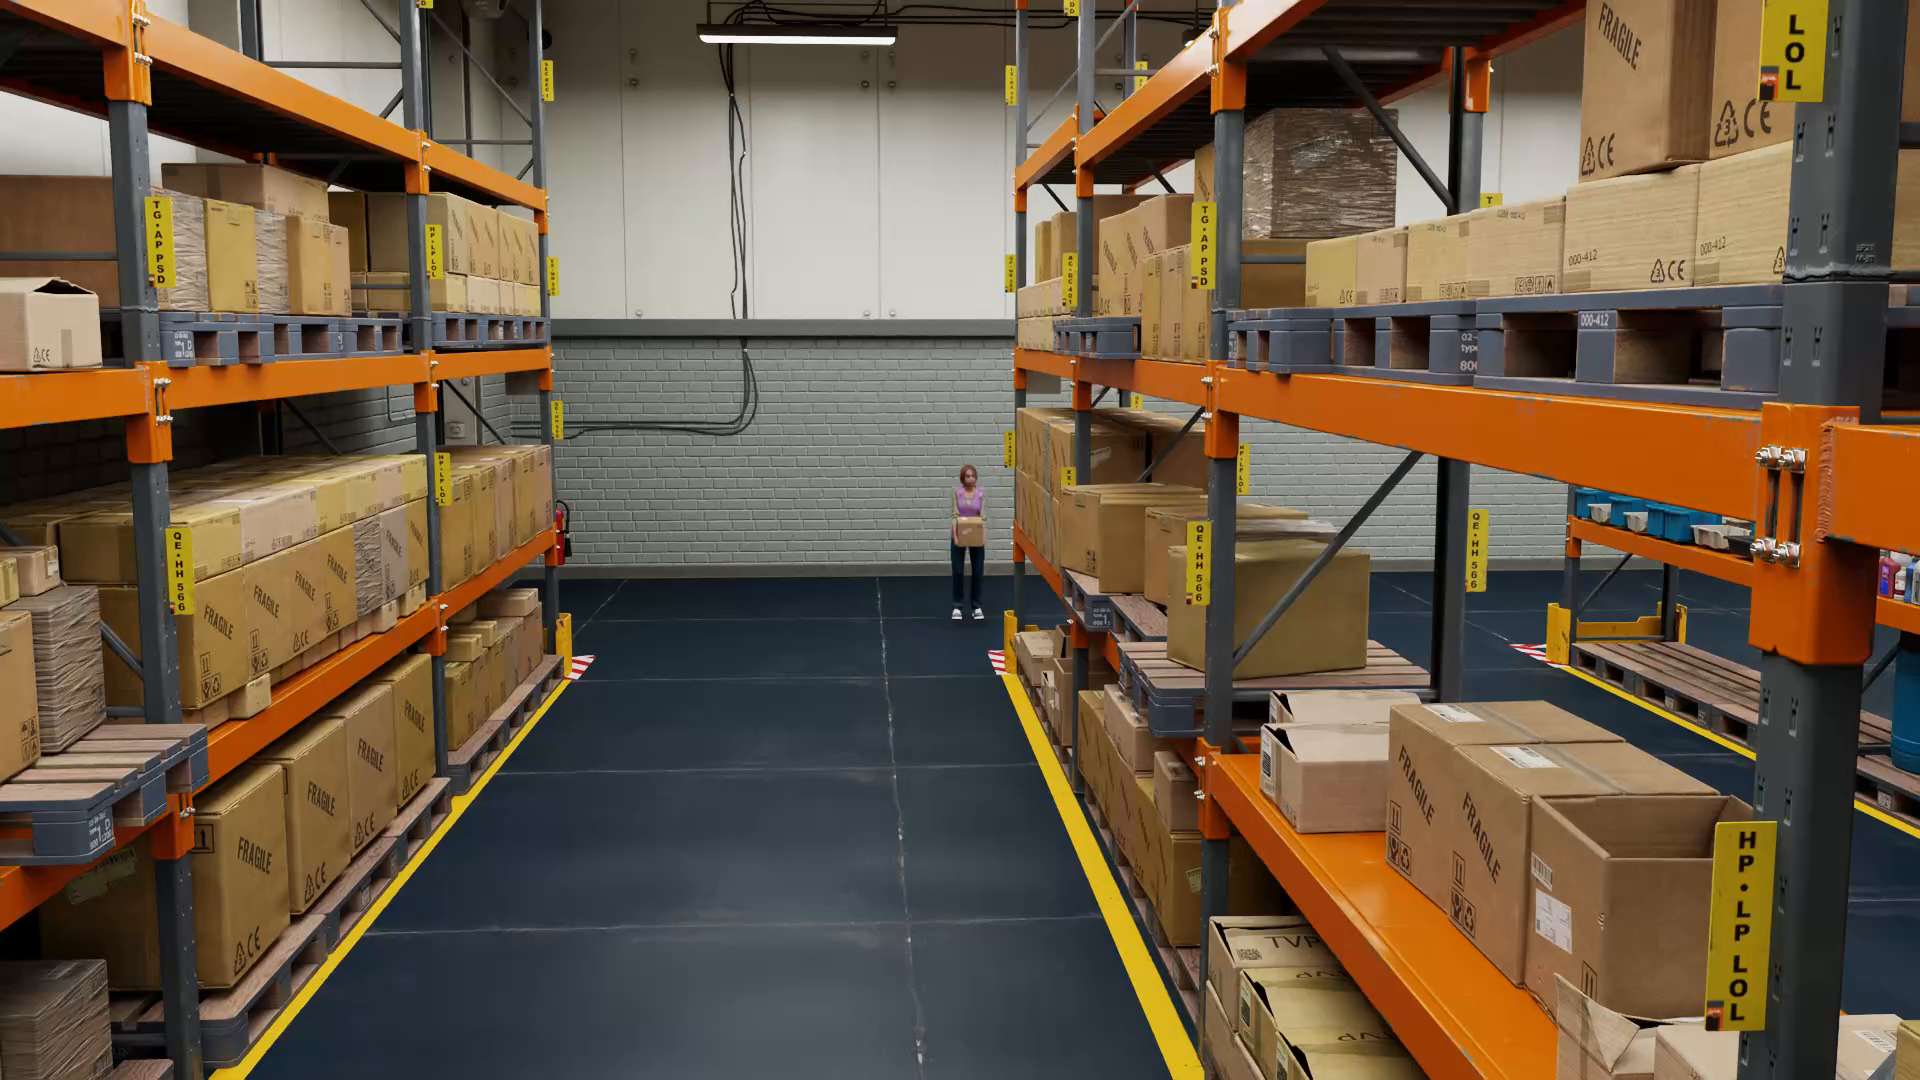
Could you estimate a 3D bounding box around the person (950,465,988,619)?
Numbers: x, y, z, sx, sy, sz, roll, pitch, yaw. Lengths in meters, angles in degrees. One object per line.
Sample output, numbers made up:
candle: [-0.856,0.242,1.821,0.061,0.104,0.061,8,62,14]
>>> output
person: [0.091,0.028,17.090,0.375,1.599,0.504,-1,7,-5]
